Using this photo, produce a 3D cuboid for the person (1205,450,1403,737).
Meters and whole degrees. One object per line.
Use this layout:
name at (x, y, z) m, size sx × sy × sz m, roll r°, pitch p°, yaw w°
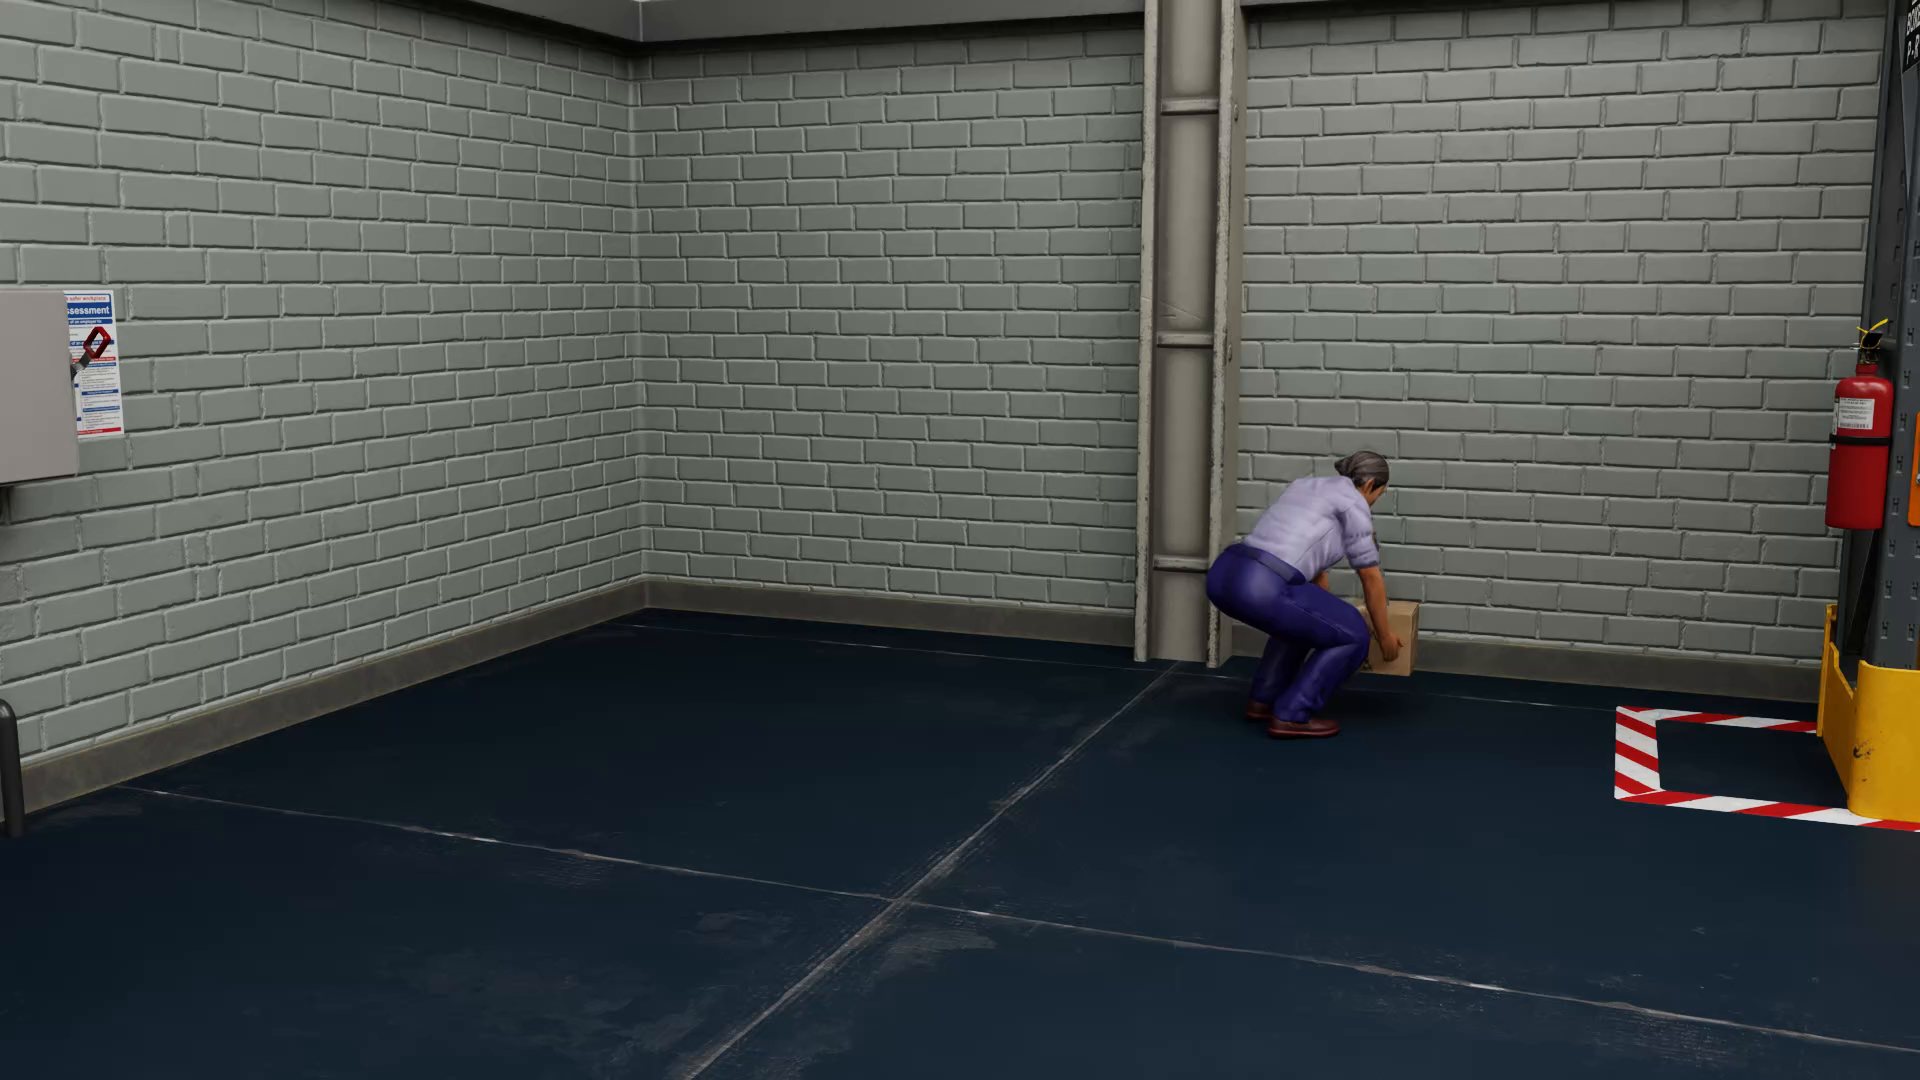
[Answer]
person at (1.336, 0.205, 6.508) m, size 0.772 × 1.064 × 0.533 m, roll -3°, pitch 9°, yaw -19°
